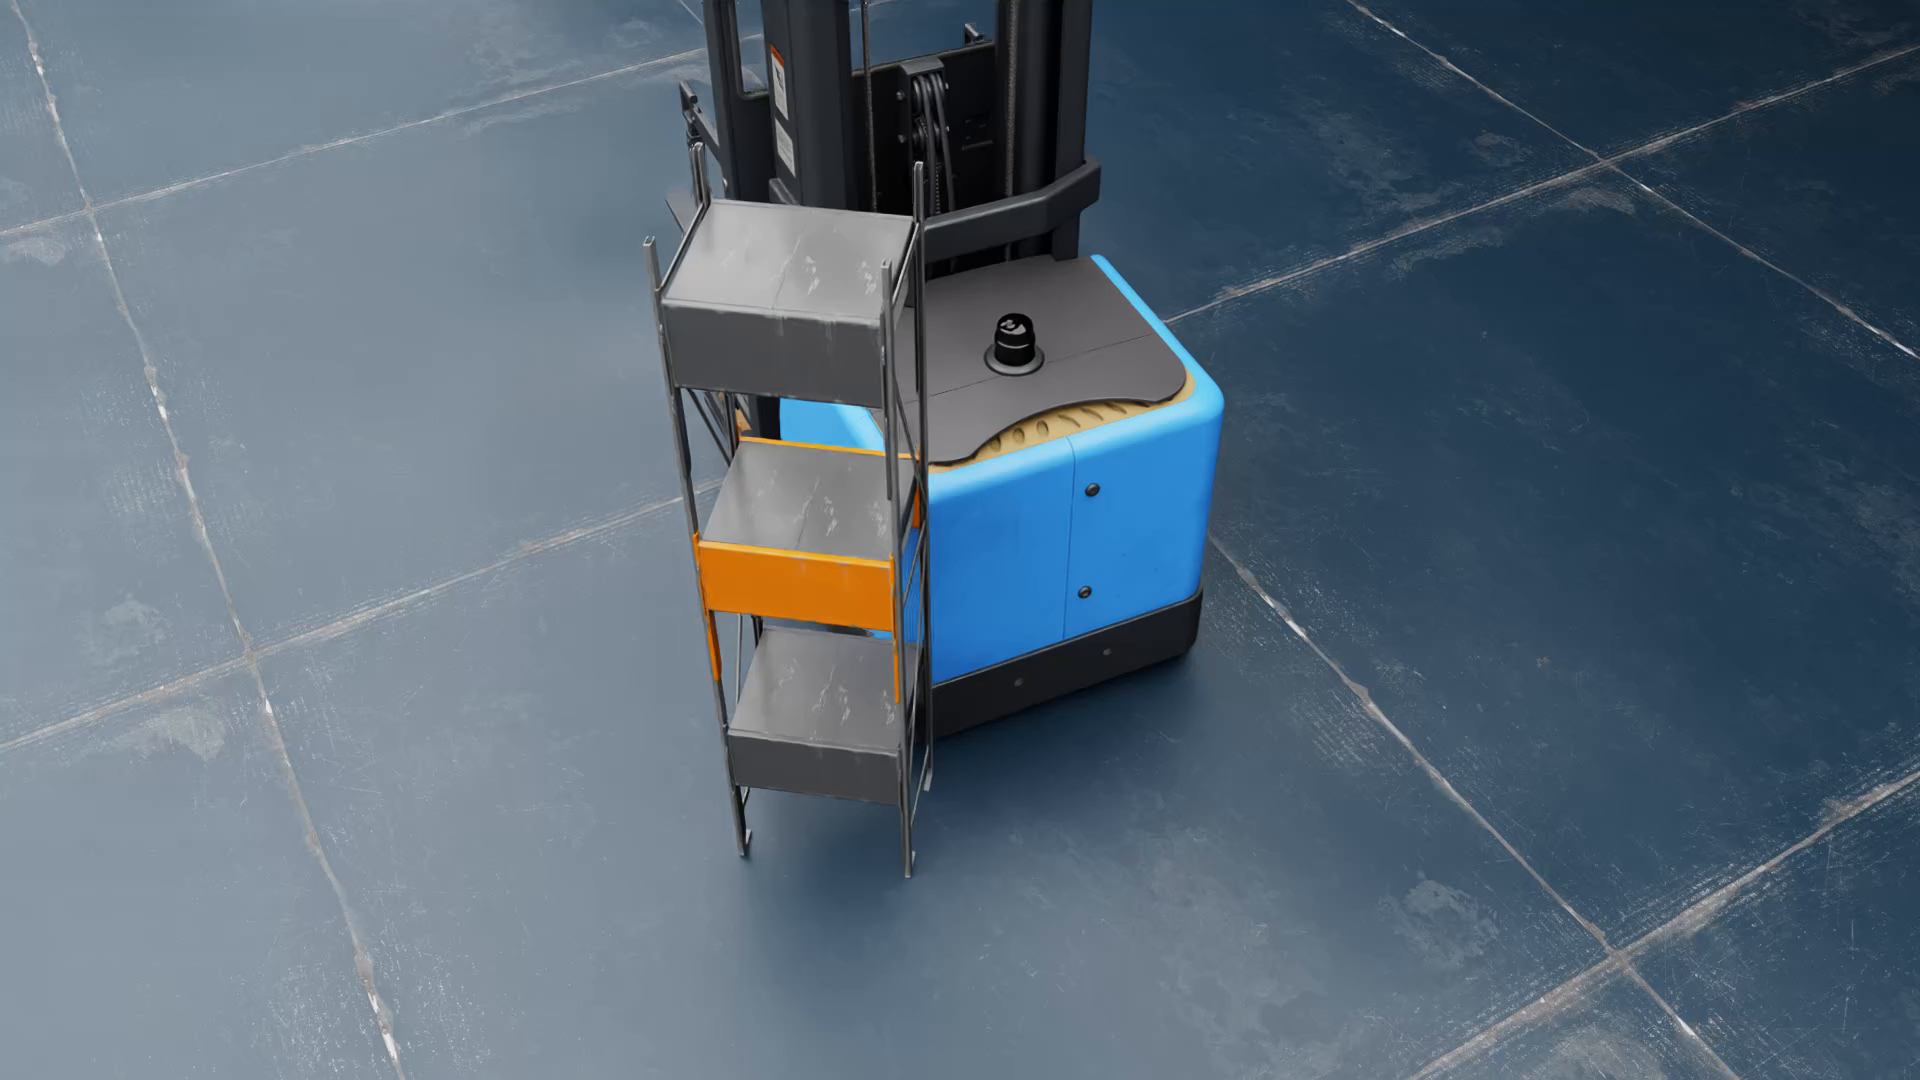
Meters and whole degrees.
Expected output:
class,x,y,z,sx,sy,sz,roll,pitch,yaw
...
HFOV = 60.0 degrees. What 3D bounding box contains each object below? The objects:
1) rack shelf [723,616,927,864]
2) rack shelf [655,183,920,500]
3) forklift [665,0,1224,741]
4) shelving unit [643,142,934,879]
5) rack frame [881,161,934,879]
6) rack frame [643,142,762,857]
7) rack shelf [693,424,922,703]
class,x,y,z,sx,sy,sz,roll,pitch,yaw
rack shelf,-0.359,0.562,4.687,0.480,0.518,0.431,6,45,6
rack shelf,-0.359,-0.442,3.712,0.480,0.518,0.431,6,45,6
forklift,-0.303,-1.481,5.172,1.130,2.935,3.031,-17,47,-17
shelving unit,-0.359,0.050,4.190,0.503,2.100,0.431,6,45,6
rack frame,-0.118,0.077,4.163,0.015,2.100,0.400,6,45,6
rack frame,-0.600,0.023,4.218,0.015,2.100,0.400,6,45,6
rack shelf,-0.359,0.060,4.200,0.480,0.518,0.431,6,45,6
